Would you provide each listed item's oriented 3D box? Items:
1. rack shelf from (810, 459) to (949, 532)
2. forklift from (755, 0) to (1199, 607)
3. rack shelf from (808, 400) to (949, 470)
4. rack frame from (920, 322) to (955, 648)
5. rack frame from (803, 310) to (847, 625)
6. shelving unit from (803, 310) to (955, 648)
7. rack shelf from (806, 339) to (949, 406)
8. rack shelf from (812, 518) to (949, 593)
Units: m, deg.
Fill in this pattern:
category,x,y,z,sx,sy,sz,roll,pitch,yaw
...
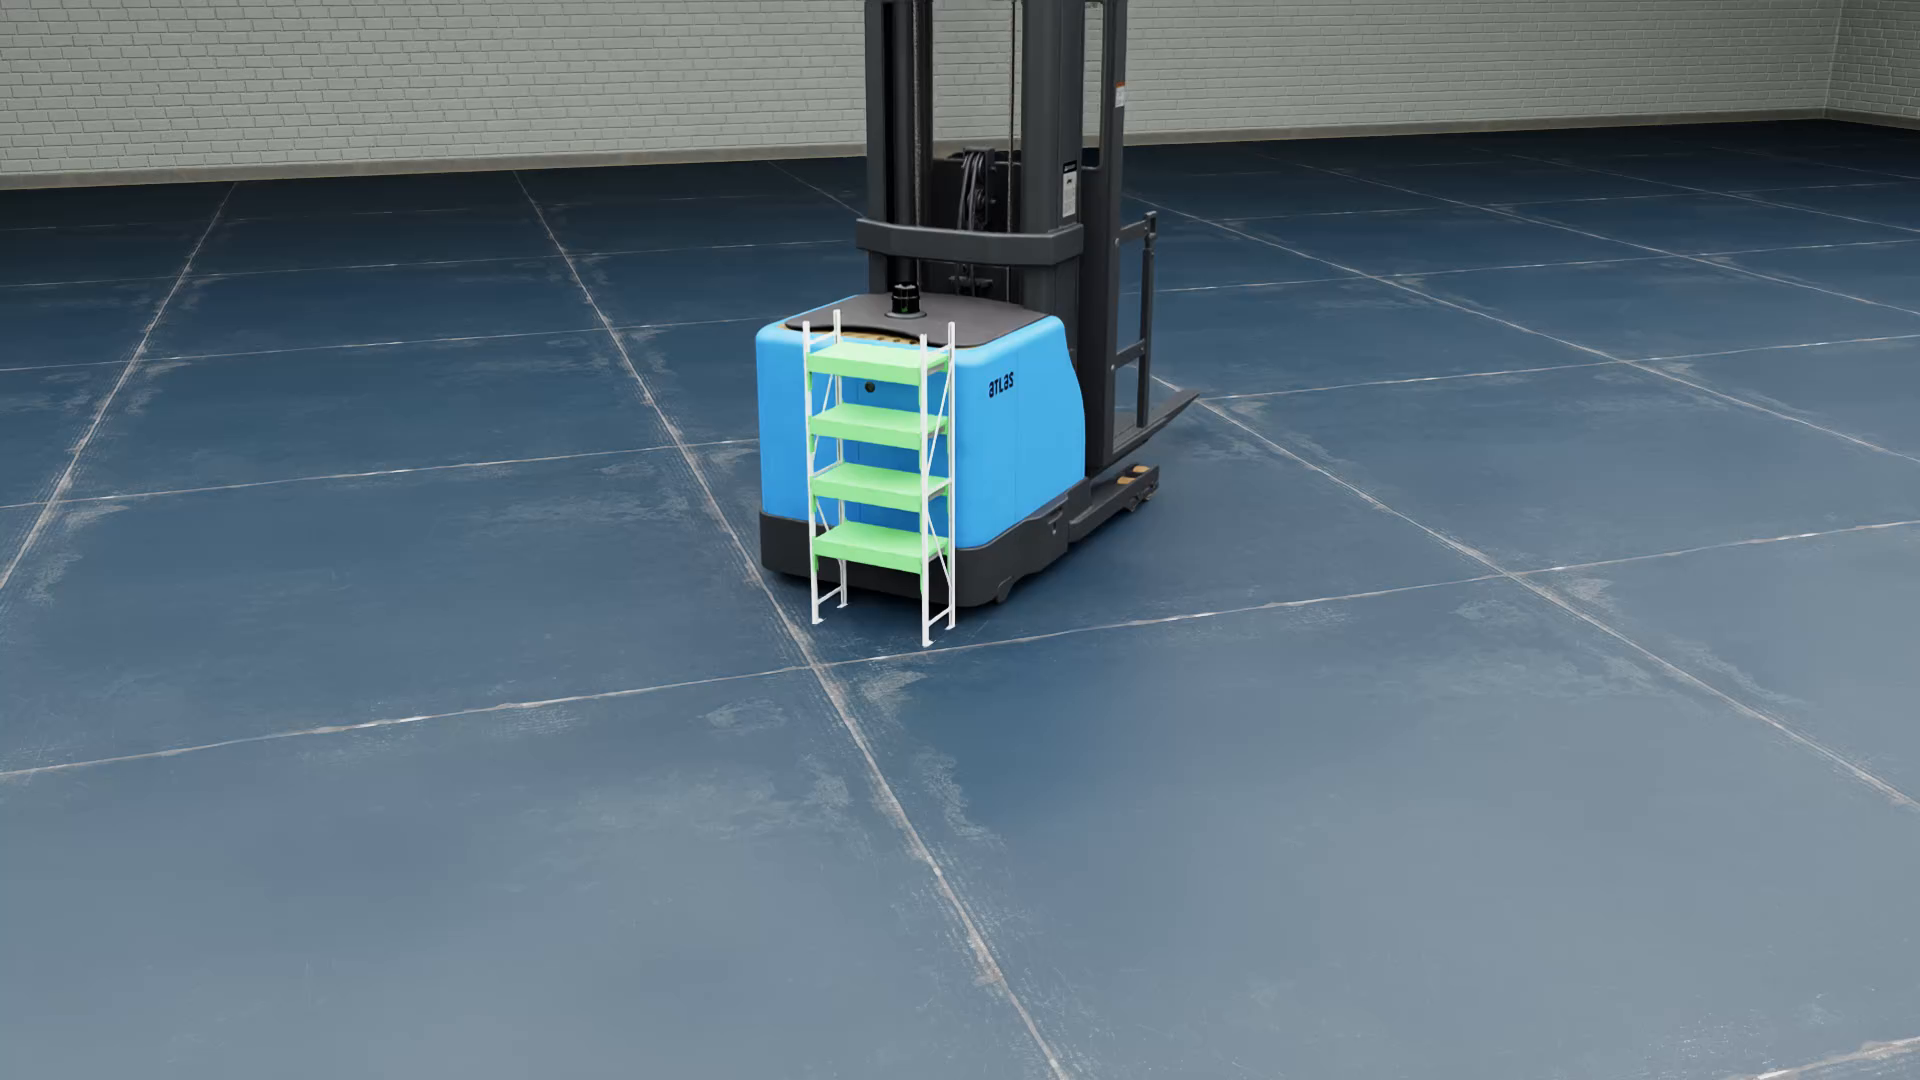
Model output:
category,x,y,z,sx,sy,sz,roll,pitch,yaw
rack shelf,-0.298,-0.171,6.308,0.480,0.148,0.258,10,22,25
forklift,0.299,-1.573,7.461,1.130,2.935,3.031,10,22,26
rack shelf,-0.298,-0.397,6.227,0.480,0.148,0.258,10,22,25
rack frame,-0.081,-0.194,6.182,0.015,1.200,0.240,10,22,25
rack frame,-0.515,-0.269,6.390,0.015,1.200,0.240,10,22,25
shelving unit,-0.298,-0.232,6.286,0.503,1.200,0.258,10,22,25
rack shelf,-0.298,-0.623,6.146,0.480,0.148,0.258,10,22,25
rack shelf,-0.298,0.054,6.389,0.480,0.148,0.258,10,22,25
